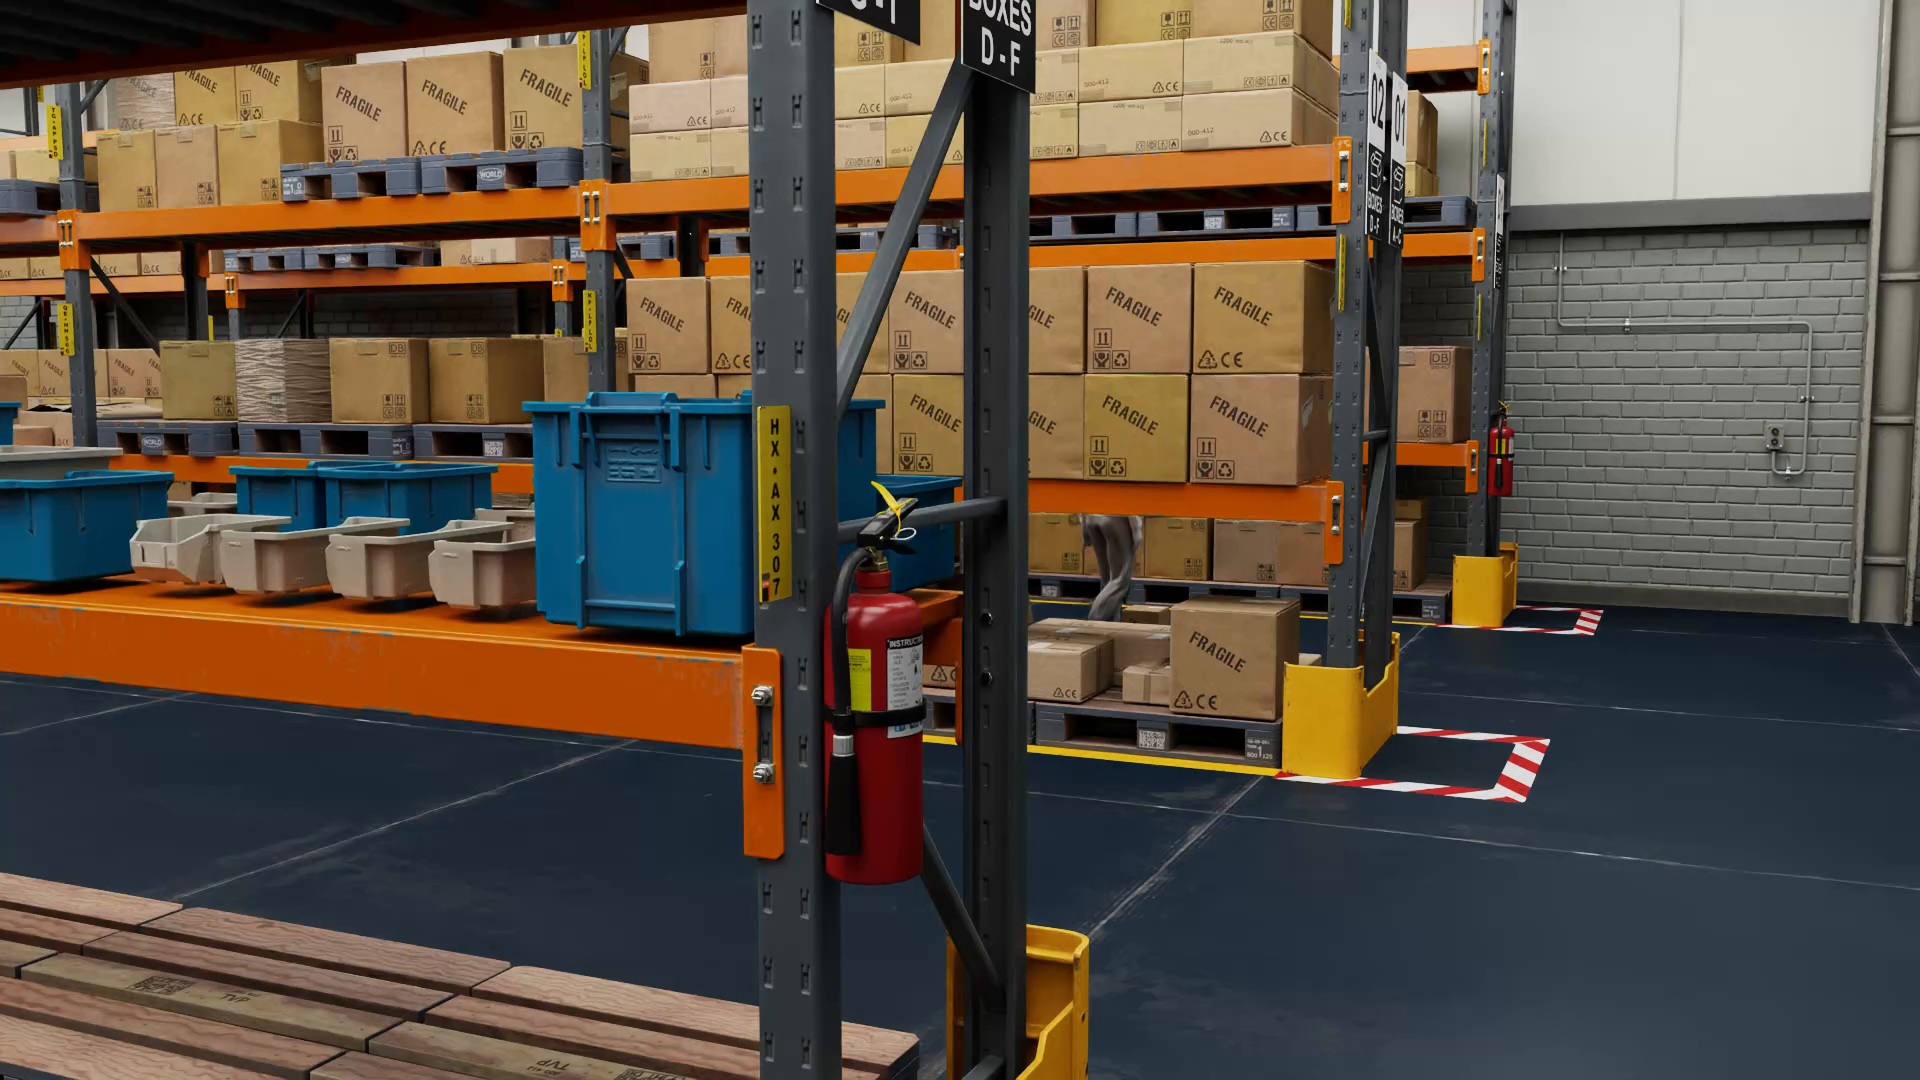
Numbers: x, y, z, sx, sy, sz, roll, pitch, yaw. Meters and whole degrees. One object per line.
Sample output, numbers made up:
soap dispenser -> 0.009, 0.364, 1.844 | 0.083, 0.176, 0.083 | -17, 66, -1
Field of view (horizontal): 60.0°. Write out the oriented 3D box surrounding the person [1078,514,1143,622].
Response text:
person -> 0.952, -0.100, 10.614 | 0.613, 1.665, 0.502 | -4, 7, -36
